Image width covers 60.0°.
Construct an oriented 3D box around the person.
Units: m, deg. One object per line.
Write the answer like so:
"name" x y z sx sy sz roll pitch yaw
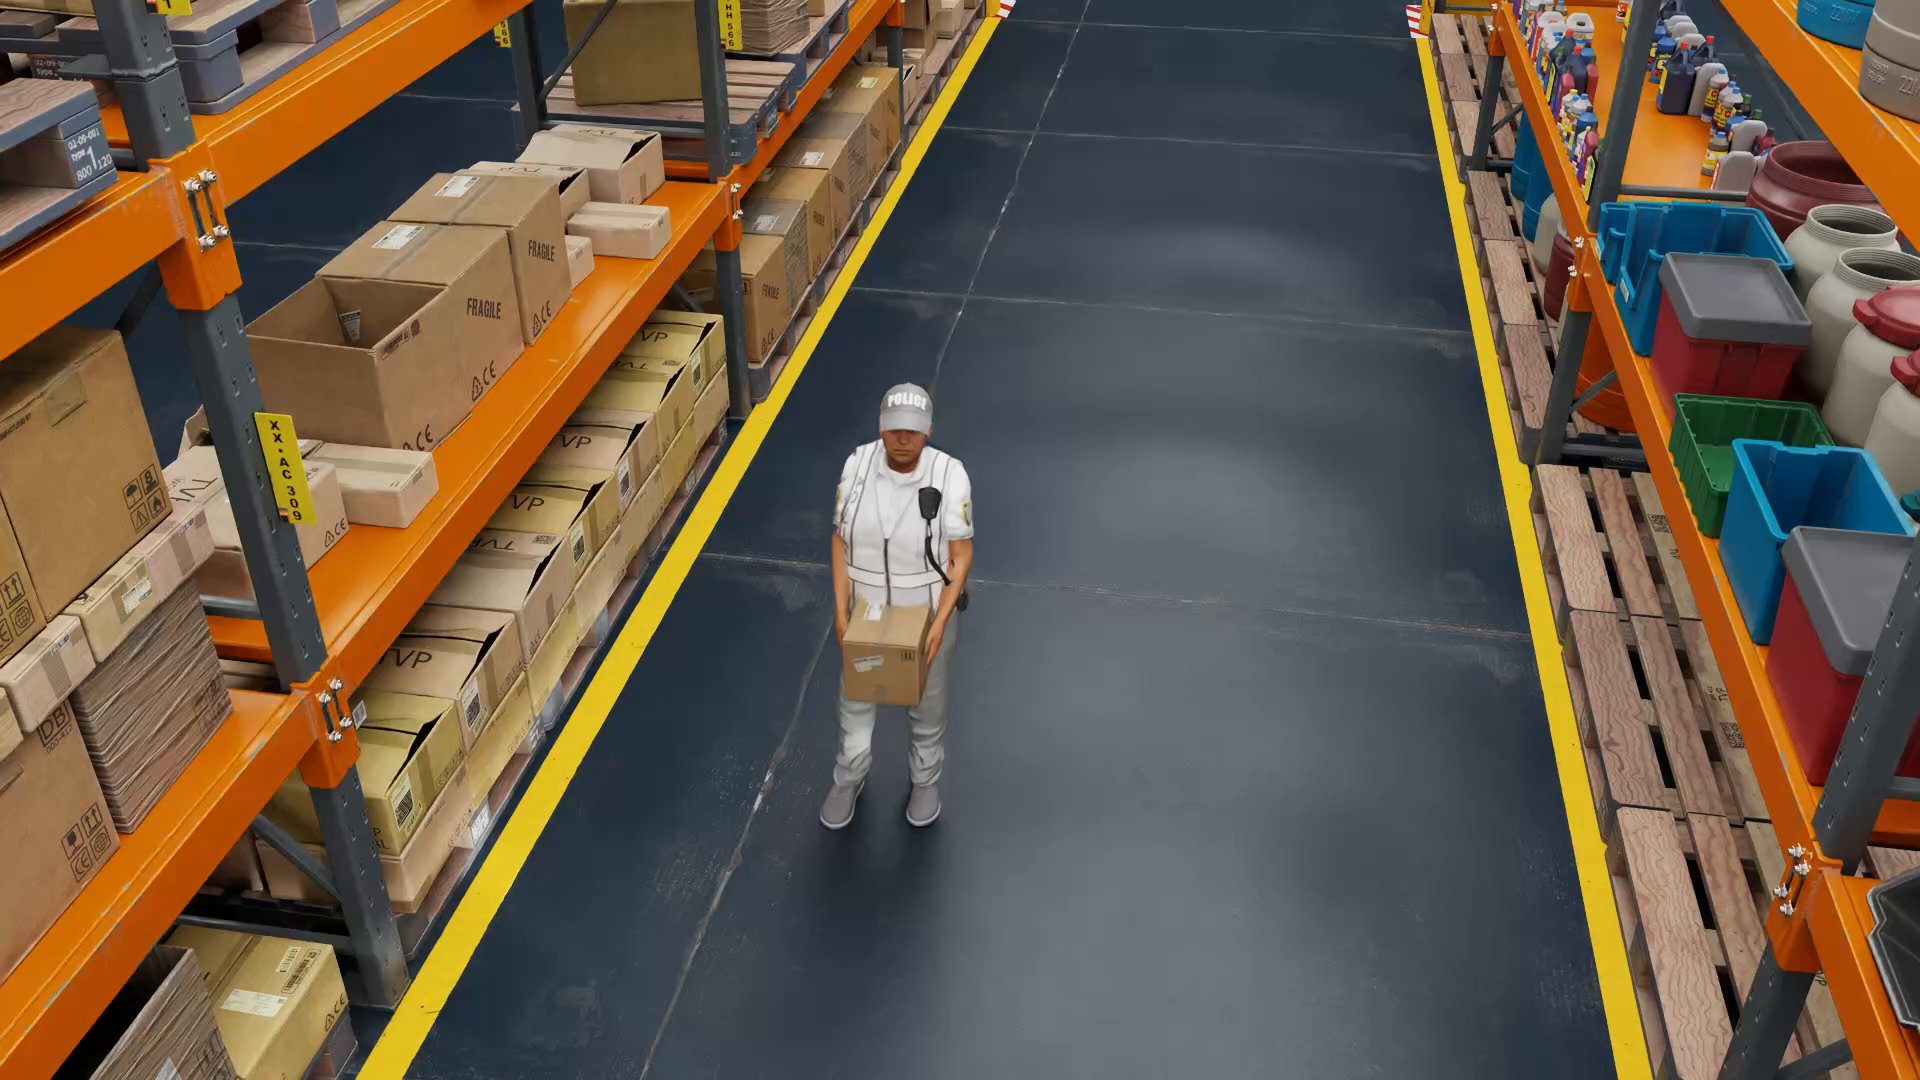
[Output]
"person" -0.224 0.252 5.735 0.536 1.671 0.457 5 33 8
